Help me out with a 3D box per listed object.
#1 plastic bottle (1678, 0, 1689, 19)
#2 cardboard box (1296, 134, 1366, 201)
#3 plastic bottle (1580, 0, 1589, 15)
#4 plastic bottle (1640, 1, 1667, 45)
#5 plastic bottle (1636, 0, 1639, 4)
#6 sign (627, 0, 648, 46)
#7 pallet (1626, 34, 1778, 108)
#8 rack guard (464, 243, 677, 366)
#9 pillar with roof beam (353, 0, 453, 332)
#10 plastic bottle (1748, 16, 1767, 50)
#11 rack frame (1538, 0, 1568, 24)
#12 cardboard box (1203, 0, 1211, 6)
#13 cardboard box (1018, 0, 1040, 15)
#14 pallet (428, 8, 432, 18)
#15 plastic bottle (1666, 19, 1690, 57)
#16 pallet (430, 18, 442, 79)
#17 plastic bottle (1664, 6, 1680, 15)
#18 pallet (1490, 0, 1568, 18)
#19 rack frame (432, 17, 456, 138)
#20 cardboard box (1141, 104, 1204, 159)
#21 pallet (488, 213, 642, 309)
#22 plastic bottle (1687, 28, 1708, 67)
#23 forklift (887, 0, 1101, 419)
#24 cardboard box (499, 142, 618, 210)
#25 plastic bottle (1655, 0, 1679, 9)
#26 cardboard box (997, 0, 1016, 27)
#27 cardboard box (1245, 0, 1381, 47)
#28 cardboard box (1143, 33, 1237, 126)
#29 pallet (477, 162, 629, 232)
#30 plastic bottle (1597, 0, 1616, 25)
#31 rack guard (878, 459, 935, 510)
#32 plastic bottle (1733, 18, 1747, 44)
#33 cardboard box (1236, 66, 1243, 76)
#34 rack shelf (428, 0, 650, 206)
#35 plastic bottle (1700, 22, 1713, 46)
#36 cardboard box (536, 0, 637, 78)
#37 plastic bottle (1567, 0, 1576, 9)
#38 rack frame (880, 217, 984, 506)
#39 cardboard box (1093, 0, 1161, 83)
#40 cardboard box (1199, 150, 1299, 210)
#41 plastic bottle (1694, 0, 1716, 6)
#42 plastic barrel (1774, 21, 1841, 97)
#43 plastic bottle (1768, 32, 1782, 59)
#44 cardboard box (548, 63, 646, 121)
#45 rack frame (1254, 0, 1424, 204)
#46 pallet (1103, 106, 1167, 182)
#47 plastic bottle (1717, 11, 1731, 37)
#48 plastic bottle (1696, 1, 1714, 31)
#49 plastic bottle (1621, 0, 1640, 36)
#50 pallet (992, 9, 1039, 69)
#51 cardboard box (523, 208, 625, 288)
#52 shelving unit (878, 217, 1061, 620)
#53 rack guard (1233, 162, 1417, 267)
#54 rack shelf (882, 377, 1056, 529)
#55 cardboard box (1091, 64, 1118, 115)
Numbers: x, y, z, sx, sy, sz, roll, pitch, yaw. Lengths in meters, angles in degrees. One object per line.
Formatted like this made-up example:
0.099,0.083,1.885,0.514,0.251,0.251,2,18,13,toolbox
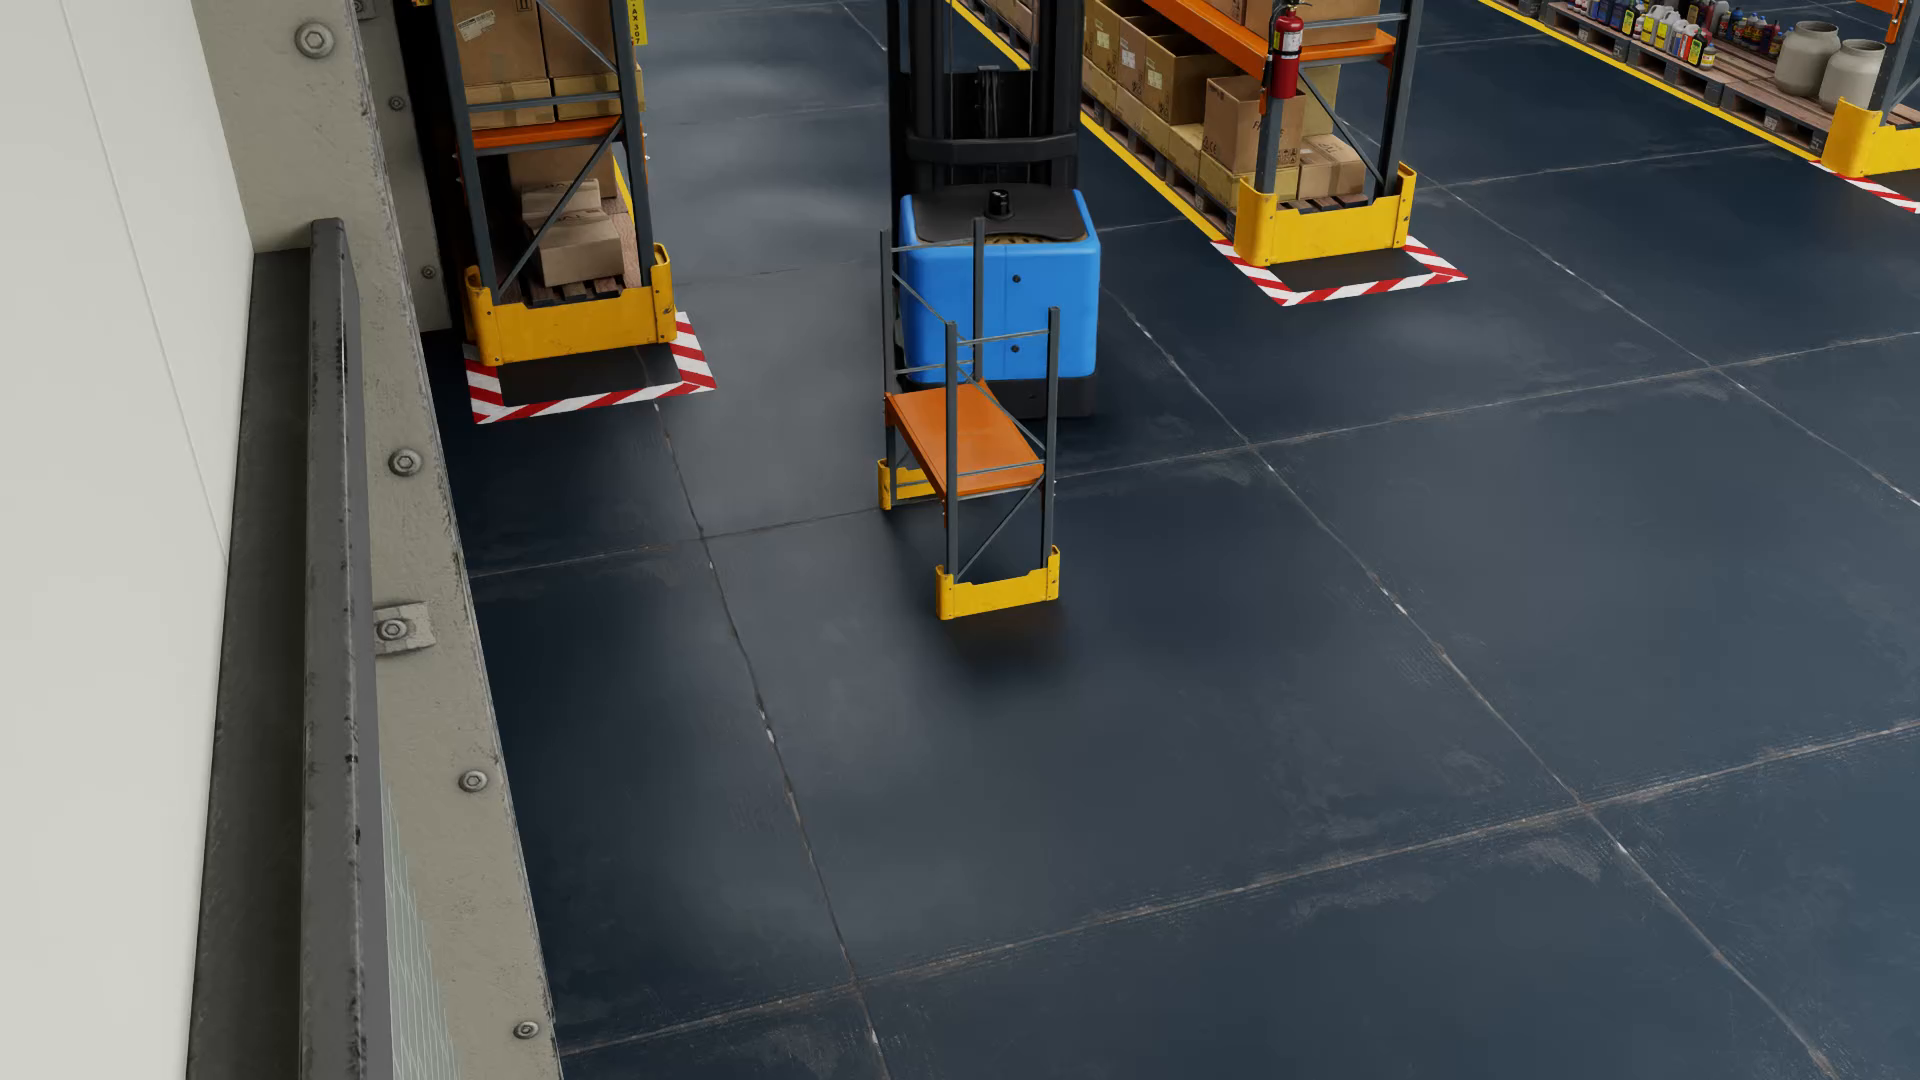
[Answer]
6.455,-4.868,14.899,0.144,0.351,0.185,-12,35,-17,plastic bottle
2.475,-2.596,11.570,0.500,0.250,0.500,-10,35,-15,cardboard box
5.667,-4.848,15.005,0.097,0.201,0.097,0,33,0,plastic bottle
5.963,-4.442,14.255,0.144,0.351,0.185,-10,35,-15,plastic bottle
5.935,-4.676,14.681,0.097,0.271,0.097,0,33,0,plastic bottle
-1.773,-2.866,9.081,0.100,0.325,0.005,-10,35,-15,sign
6.466,-4.015,14.135,1.003,0.211,1.213,-10,35,-15,pallet
-2.313,-1.411,9.931,1.175,0.500,0.348,-10,35,-15,rack guard
0.773,-5.862,8.959,9.100,9.000,0.400,-10,35,-15,pillar with roof beam
6.784,-4.309,14.126,0.097,0.271,0.097,0,33,0,plastic bottle
5.925,-6.180,14.881,1.000,3.000,0.127,-10,35,-15,rack frame
1.986,-4.074,11.604,0.700,0.500,0.500,-10,35,-14,cardboard box
0.810,-4.775,14.360,0.500,0.311,0.500,-10,35,-15,cardboard box
-4.493,-5.040,15.686,1.003,0.211,1.213,-10,35,-15,pallet
6.074,-4.227,13.998,0.152,0.276,0.135,-11,35,-16,plastic bottle
-4.124,-4.400,14.718,1.003,0.211,1.213,-10,35,-15,pallet
6.097,-4.449,14.334,0.152,0.276,0.135,-10,35,-15,plastic bottle
5.649,-5.422,16.264,1.003,0.211,1.213,-10,35,-15,pallet
-3.510,-4.514,12.360,1.000,3.000,0.127,-10,35,-15,rack frame
1.664,-3.031,12.230,0.500,0.250,0.500,-10,35,-15,cardboard box
-2.527,-1.723,10.665,1.003,0.211,1.213,-10,35,-15,pallet
6.115,-4.079,13.766,0.061,0.283,0.133,-9,35,-14,plastic bottle
0.122,-2.654,9.607,1.130,2.935,3.031,-2,34,-4,forklift
-2.765,-2.625,11.371,0.700,0.500,0.500,-12,35,-18,cardboard box
6.321,-4.798,14.862,0.152,0.276,0.135,-10,35,-15,plastic bottle
0.652,-4.812,14.924,0.500,0.250,0.500,-11,35,-15,cardboard box
2.297,-3.538,10.792,0.700,0.500,0.500,-10,35,-15,cardboard box
1.661,-3.344,12.022,0.500,0.500,0.500,-10,35,-15,cardboard box
-2.895,-2.362,11.633,1.003,0.211,1.213,-10,35,-15,pallet
5.776,-4.764,14.743,0.144,0.351,0.185,-9,35,-13,plastic bottle
-0.129,-0.326,8.516,0.587,0.250,0.087,-10,35,-15,rack guard
6.724,-4.384,14.303,0.097,0.201,0.097,0,33,0,plastic bottle
2.156,-3.431,12.154,0.500,0.500,0.500,-10,35,-15,cardboard box
-2.900,-3.163,10.969,1.077,0.370,4.000,-10,35,-15,rack shelf
6.218,-4.175,13.913,0.061,0.283,0.133,-10,35,-15,plastic bottle
-2.149,-2.973,9.467,0.500,0.500,0.500,-10,35,-15,cardboard box
5.605,-4.984,15.147,0.097,0.271,0.097,0,33,0,plastic bottle
-0.129,-0.848,8.173,0.500,1.500,0.032,-10,35,-15,rack frame
1.355,-3.868,12.816,0.500,0.500,0.500,-10,35,-15,cardboard box
1.982,-2.508,11.438,0.500,0.250,0.500,-10,35,-15,cardboard box
6.553,-4.698,14.643,0.144,0.351,0.185,-10,35,-15,plastic bottle
6.719,-3.813,13.175,0.421,0.512,0.421,0,33,0,plastic barrel
6.857,-4.154,13.955,0.097,0.201,0.097,0,33,0,plastic bottle
-2.136,-2.669,9.686,0.500,0.250,0.500,-11,35,-16,cardboard box
2.427,-3.249,10.445,1.000,3.000,0.127,-10,35,-15,rack frame
1.785,-3.119,12.779,1.003,0.211,1.213,-10,35,-15,pallet
6.661,-4.492,14.467,0.097,0.201,0.097,0,33,0,plastic bottle
6.498,-4.566,14.504,0.061,0.283,0.133,-10,35,-15,plastic bottle
5.844,-4.544,14.470,0.061,0.283,0.133,-9,34,-13,plastic bottle
0.945,-4.566,14.968,1.003,0.211,1.213,-10,35,-15,pallet
-2.415,-1.854,10.374,0.500,0.311,0.500,-14,36,-20,cardboard box
0.023,-0.586,7.776,0.587,1.500,1.083,-10,35,-15,shelving unit
2.434,-2.193,11.115,1.175,0.500,0.348,-10,35,-15,rack guard
0.026,-0.431,7.868,0.538,0.185,1.000,-10,35,-15,rack shelf
1.355,-3.555,13.023,0.500,0.250,0.500,-10,35,-15,cardboard box
